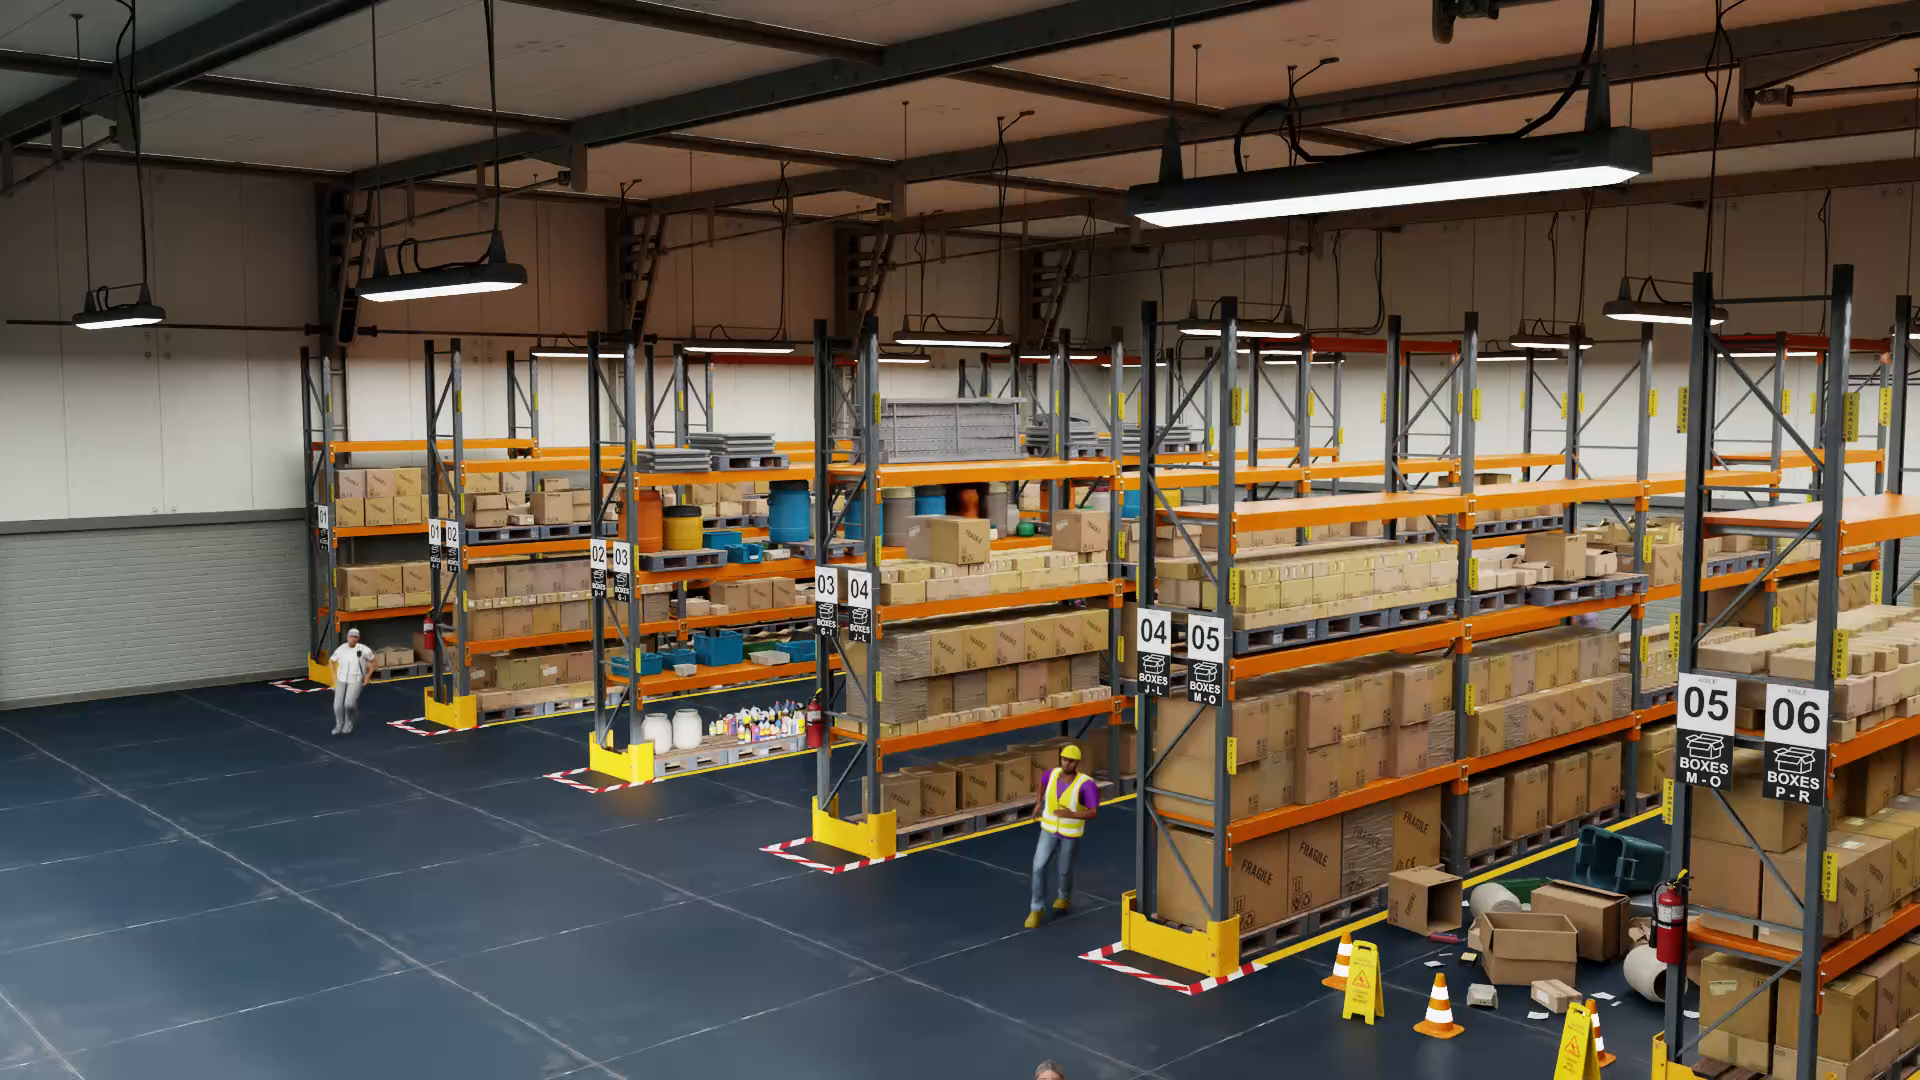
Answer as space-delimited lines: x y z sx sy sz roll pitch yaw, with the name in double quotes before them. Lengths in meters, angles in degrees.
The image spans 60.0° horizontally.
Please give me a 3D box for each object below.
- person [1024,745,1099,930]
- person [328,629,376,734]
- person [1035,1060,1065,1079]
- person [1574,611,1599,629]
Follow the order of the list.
"person" 1.030 2.871 16.259 0.709 1.793 0.757 2 5 19
"person" -9.227 2.143 25.185 0.666 1.606 0.577 0 5 -4
"person" 0.476 3.585 8.912 0.582 1.606 0.563 0 5 -1
"person" 11.321 1.742 30.165 0.637 1.564 0.633 -3 6 -34
